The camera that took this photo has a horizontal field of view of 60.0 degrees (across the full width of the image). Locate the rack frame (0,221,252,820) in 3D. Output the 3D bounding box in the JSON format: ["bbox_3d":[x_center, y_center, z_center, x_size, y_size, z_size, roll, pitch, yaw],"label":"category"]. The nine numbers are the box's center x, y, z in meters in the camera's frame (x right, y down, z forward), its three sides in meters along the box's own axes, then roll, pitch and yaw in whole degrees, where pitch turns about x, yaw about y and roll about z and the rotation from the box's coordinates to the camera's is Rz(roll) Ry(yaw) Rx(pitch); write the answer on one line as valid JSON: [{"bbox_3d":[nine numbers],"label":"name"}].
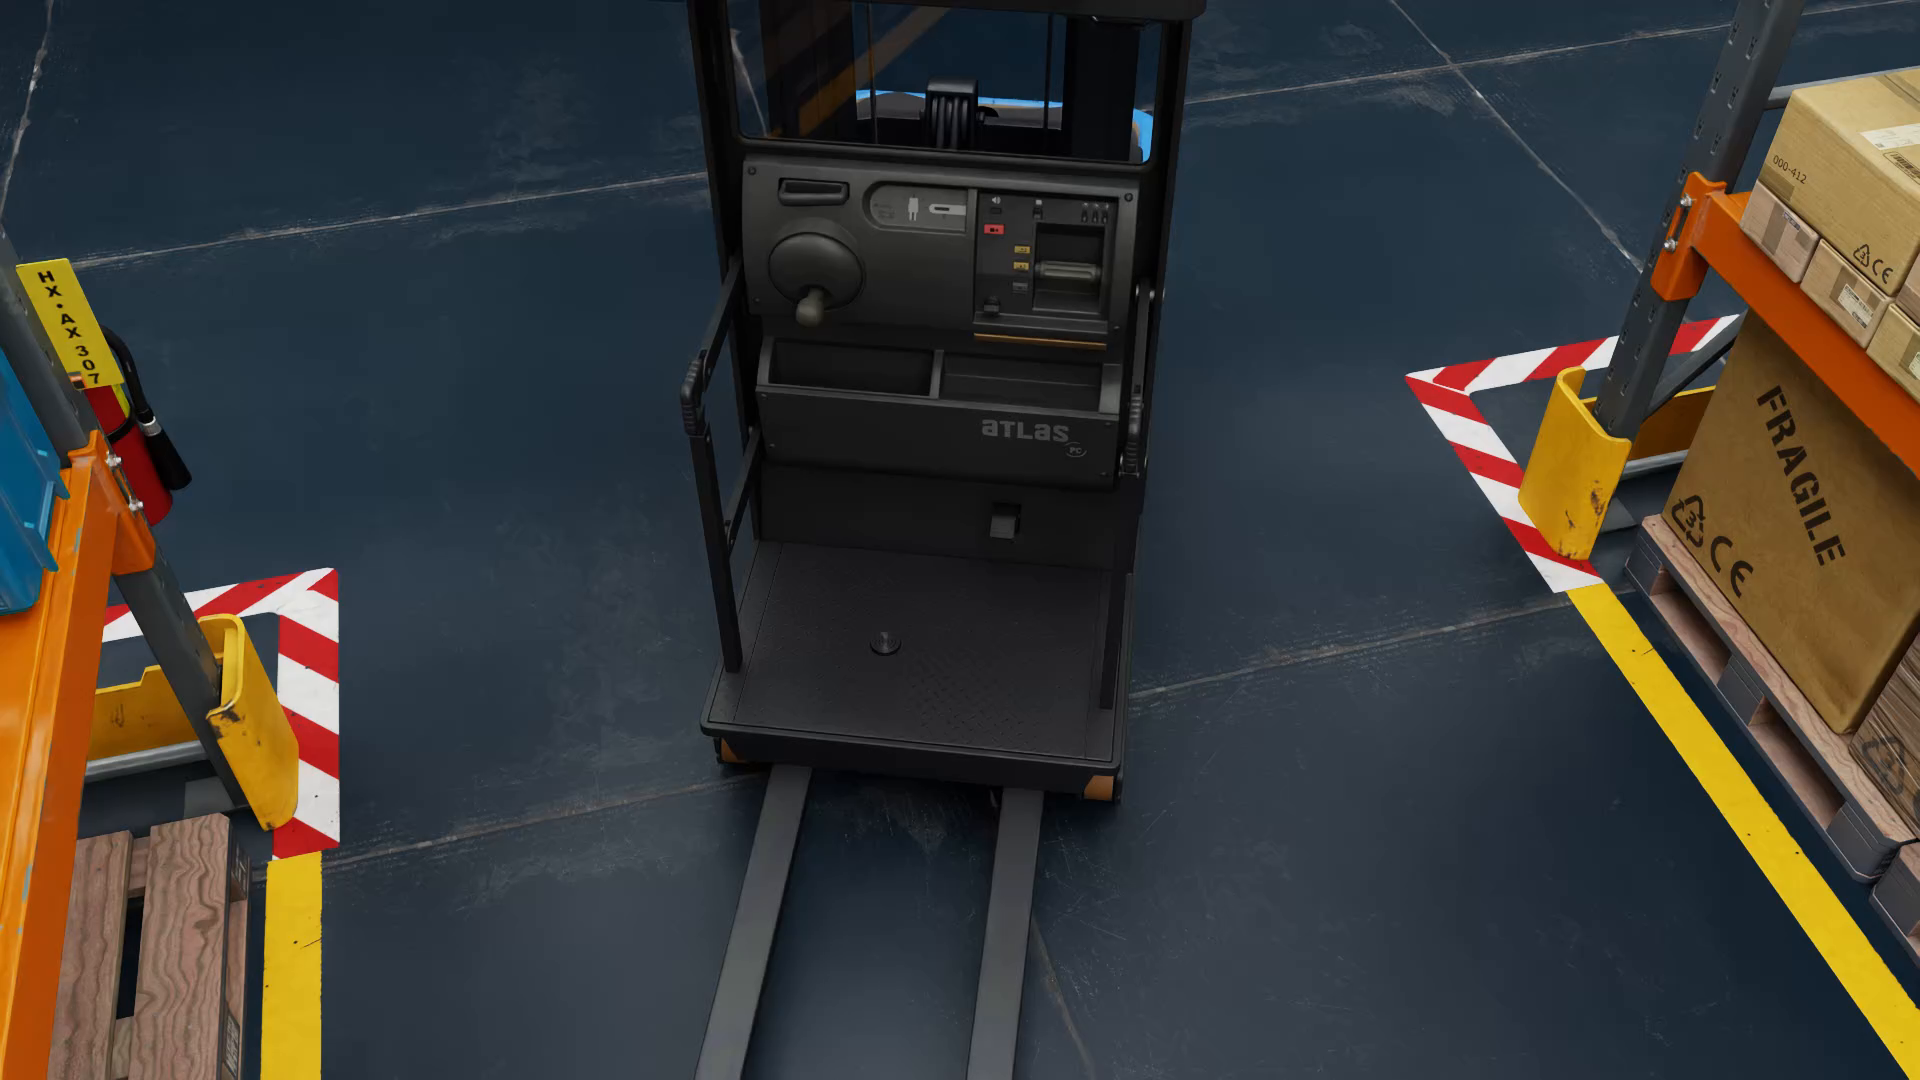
[{"bbox_3d":[-2.383,-0.278,3.422,1.000,3.000,0.127,-11,47,-10],"label":"rack frame"}]

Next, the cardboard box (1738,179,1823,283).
[{"bbox_3d":[2.176,-0.790,4.100,0.380,0.149,0.250,-10,46,-10],"label":"cardboard box"}]

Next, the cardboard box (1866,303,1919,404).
[{"bbox_3d":[2.309,-0.436,3.753,0.380,0.149,0.250,-12,47,-11],"label":"cardboard box"}]

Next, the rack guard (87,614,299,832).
[{"bbox_3d":[-2.402,0.583,4.329,1.175,0.500,0.348,-11,47,-10],"label":"rack guard"}]

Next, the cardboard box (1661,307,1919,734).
[{"bbox_3d":[2.646,-0.159,4.500,0.875,0.875,0.875,-11,47,-10],"label":"cardboard box"}]

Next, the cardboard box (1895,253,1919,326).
[{"bbox_3d":[2.406,-0.496,3.533,0.500,0.250,0.500,-11,47,-11],"label":"cardboard box"}]

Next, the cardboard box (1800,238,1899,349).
[{"bbox_3d":[2.244,-0.613,3.926,0.380,0.149,0.250,-11,47,-11],"label":"cardboard box"}]

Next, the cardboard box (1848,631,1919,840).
[{"bbox_3d":[2.879,0.469,3.884,0.875,0.875,0.875,-11,47,-10],"label":"cardboard box"}]

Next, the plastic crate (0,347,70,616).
[{"bbox_3d":[-2.117,-0.114,3.195,0.616,0.435,0.499,-11,47,-10],"label":"plastic crate"}]

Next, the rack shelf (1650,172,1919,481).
[{"bbox_3d":[2.917,0.449,3.213,1.077,0.370,4.000,-11,47,-10],"label":"rack shelf"}]

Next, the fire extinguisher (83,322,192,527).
[{"bbox_3d":[-1.983,-0.307,3.766,0.296,0.674,0.183,-11,47,-10],"label":"fire extinguisher"}]

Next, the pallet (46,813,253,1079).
[{"bbox_3d":[-2.210,1.275,3.853,1.003,0.211,1.213,-11,47,-10],"label":"pallet"}]

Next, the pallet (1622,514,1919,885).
[{"bbox_3d":[2.685,0.330,4.778,1.003,0.211,1.213,-11,47,-10],"label":"pallet"}]

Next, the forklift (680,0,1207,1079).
[{"bbox_3d":[-0.077,-0.585,3.771,1.130,2.935,3.031,5,46,5],"label":"forklift"}]

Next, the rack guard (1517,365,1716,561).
[{"bbox_3d":[2.398,-0.325,5.218,1.175,0.500,0.348,-11,47,-10],"label":"rack guard"}]

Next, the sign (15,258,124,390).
[{"bbox_3d":[-1.856,-0.447,3.473,0.100,0.325,0.005,-11,47,-10],"label":"sign"}]

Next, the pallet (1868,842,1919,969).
[{"bbox_3d":[2.994,1.171,3.954,1.003,0.211,1.213,-11,47,-10],"label":"pallet"}]

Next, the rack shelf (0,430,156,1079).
[{"bbox_3d":[-1.871,1.355,2.326,1.077,0.370,4.000,-11,47,-10],"label":"rack shelf"}]

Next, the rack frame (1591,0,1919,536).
[{"bbox_3d":[2.405,-1.183,4.309,1.000,3.000,0.127,-11,47,-10],"label":"rack frame"}]

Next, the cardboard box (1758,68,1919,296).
[{"bbox_3d":[2.266,-0.854,3.884,0.500,0.250,0.500,-12,47,-11],"label":"cardboard box"}]
